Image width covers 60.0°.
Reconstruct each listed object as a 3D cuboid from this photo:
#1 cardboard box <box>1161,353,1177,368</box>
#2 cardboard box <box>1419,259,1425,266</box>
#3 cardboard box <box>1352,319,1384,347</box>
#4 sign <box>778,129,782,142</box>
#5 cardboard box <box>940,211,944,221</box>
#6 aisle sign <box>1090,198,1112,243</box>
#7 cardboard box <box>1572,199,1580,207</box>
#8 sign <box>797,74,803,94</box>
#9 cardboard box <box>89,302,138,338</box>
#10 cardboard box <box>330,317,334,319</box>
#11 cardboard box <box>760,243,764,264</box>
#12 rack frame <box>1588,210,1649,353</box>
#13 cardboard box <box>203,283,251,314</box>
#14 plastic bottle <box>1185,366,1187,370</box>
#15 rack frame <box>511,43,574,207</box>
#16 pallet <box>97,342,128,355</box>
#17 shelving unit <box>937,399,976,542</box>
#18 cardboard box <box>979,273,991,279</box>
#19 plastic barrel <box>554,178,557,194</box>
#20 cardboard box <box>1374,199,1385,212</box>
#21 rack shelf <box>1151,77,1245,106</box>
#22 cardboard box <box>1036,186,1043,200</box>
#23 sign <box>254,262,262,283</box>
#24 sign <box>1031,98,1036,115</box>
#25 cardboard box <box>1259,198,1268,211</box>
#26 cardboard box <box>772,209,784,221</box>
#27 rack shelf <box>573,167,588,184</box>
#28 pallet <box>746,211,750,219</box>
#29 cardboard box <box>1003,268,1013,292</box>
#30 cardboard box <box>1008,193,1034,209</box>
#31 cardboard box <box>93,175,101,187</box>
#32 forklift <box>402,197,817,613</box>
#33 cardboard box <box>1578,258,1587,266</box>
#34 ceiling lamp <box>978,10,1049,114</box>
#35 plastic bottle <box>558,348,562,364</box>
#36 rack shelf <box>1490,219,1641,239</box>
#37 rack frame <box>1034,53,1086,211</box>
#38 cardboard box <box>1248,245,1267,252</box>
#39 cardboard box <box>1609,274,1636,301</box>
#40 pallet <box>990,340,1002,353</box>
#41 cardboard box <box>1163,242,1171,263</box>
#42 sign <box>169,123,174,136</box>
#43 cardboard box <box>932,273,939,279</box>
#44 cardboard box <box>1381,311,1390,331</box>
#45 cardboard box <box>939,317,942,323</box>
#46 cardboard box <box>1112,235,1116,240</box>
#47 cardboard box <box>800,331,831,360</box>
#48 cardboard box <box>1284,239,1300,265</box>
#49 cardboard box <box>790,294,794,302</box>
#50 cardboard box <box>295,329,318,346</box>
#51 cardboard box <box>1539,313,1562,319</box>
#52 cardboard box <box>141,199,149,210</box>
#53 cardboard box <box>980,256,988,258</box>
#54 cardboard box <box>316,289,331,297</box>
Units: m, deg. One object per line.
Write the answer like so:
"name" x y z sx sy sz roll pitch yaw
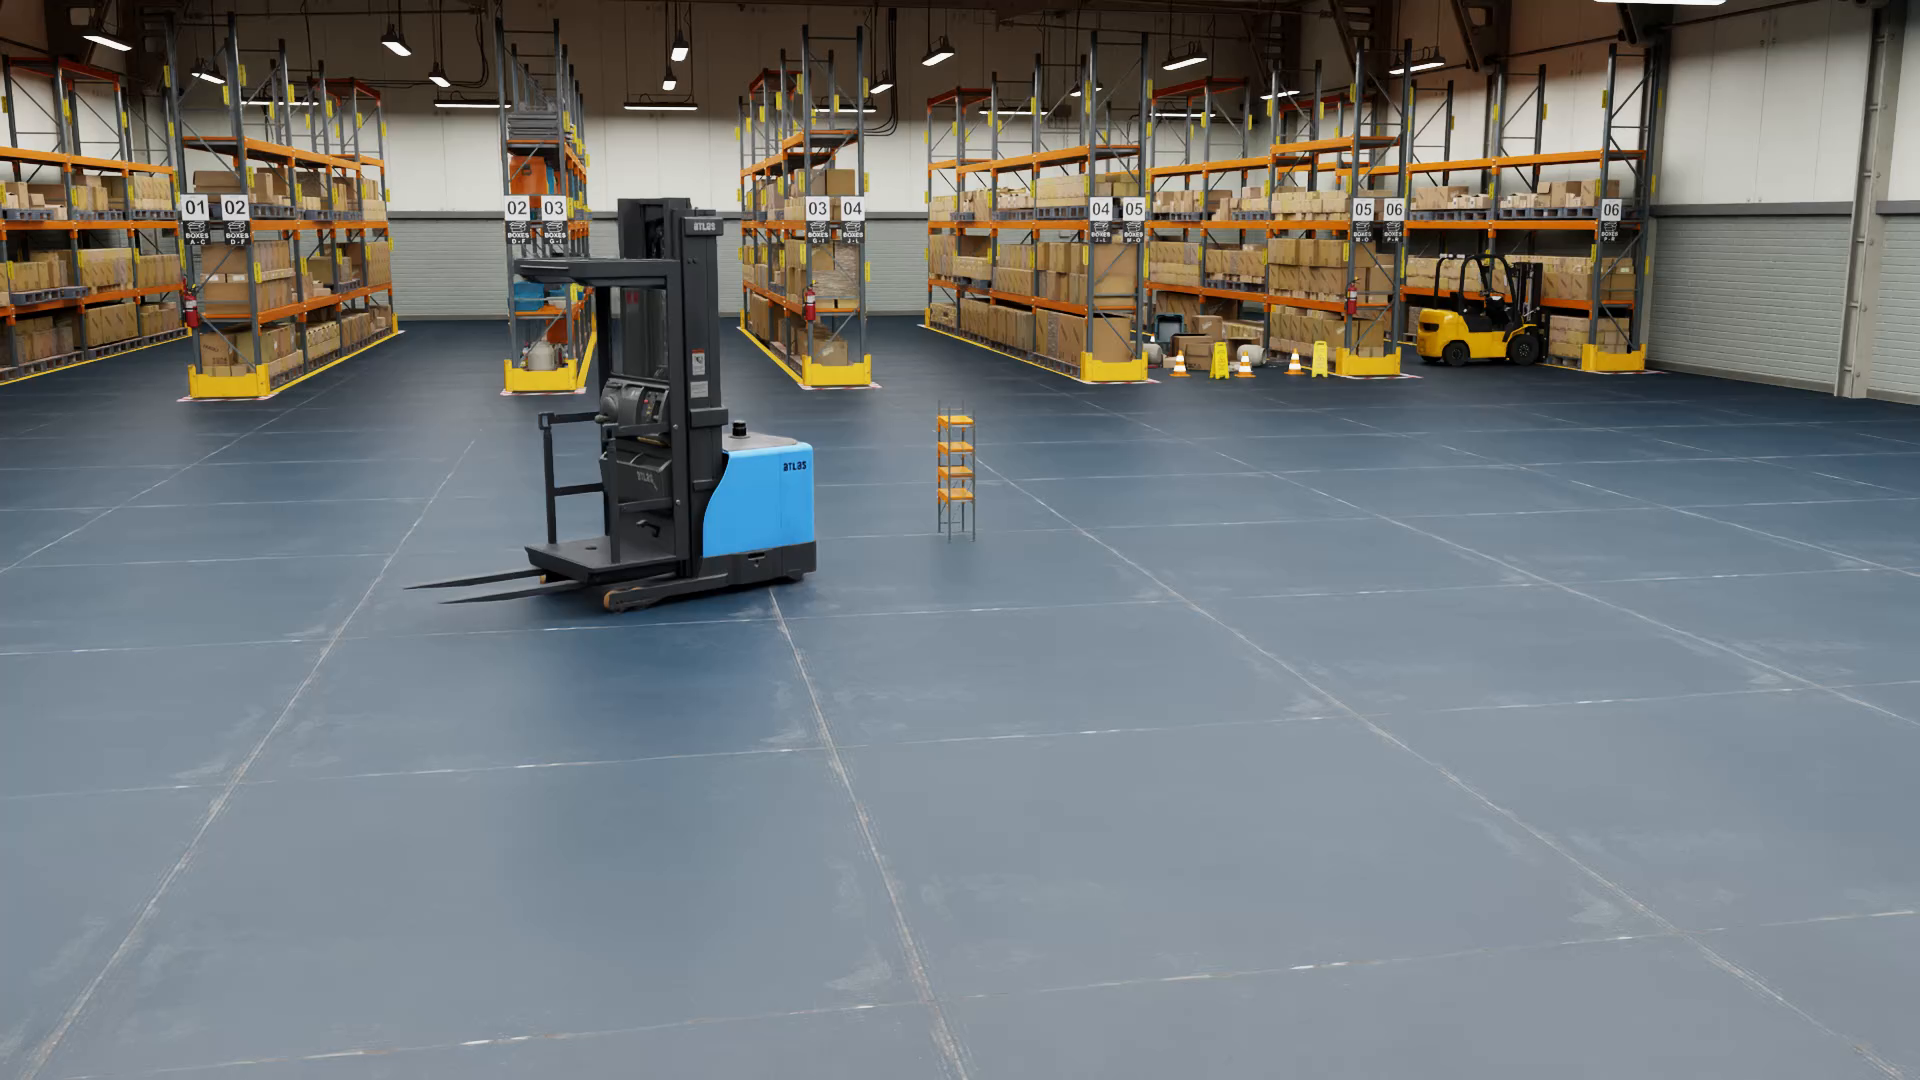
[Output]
"cardboard box" 4.114 -3.485 32.299 0.396 0.266 0.258 0 11 -1
"cardboard box" 10.801 -6.394 38.264 0.380 0.149 0.250 -2 11 -9
"cardboard box" 7.696 -3.928 31.537 0.500 0.500 0.500 -3 11 -13
"sign" -4.711 -10.578 43.495 0.100 0.325 0.005 -2 11 -11
"cardboard box" -0.223 -8.300 42.661 0.500 0.250 0.500 -2 11 -11
"aisle sign" 2.471 -5.596 29.124 0.394 0.787 0.004 -2 11 -11
"cardboard box" 11.996 -6.469 31.923 0.380 0.149 0.250 -2 11 -13
"sign" -2.682 -7.649 27.893 0.100 0.325 0.005 -2 11 -11
"cardboard box" -18.790 -4.878 36.927 0.750 0.750 0.750 -2 11 -10
"cardboard box" -14.028 -4.631 36.515 0.500 0.500 0.500 -3 11 -13
"cardboard box" -4.335 -6.807 39.489 0.797 0.503 0.637 -2 11 -12
"rack frame" 12.455 -4.723 31.488 1.000 3.000 0.127 -2 11 -11
"cardboard box" -11.930 -3.957 27.197 0.700 0.500 0.500 -2 11 -11
"plastic bottle" 4.220 -3.304 31.891 0.133 0.061 0.283 -6 13 -31
"rack frame" -7.770 -7.682 30.990 1.000 3.000 0.127 -2 11 -11
"pallet" -18.579 -4.109 35.721 1.003 0.211 1.213 -2 11 -11
"shelving unit" -0.032 -0.620 14.744 0.258 1.200 0.503 -2 11 -11
"cardboard box" 0.648 -5.967 37.574 0.380 0.149 0.250 -2 11 -10
"plastic barrel" -8.601 -7.030 34.245 0.600 0.901 0.600 0 11 0
"cardboard box" 7.750 -6.190 30.778 0.500 0.250 0.500 -2 11 -12
"rack shelf" 5.642 -10.602 39.368 1.077 0.370 4.000 -2 11 -11
"cardboard box" 1.794 -6.778 32.480 0.500 0.250 0.500 -2 11 -11
"sign" -11.306 -4.305 26.766 0.100 0.325 0.005 -2 11 -11
"sign" 1.443 -8.500 32.577 0.100 0.325 0.005 -2 11 -11
"cardboard box" 6.553 -6.983 34.620 0.500 0.250 0.500 -2 11 -12
"cardboard box" -3.639 -6.765 34.596 0.500 0.250 0.500 -2 11 -10
"rack shelf" -9.715 -8.966 40.731 1.077 0.370 4.000 -2 11 -11
"pallet" -4.850 -8.186 41.898 1.003 0.211 1.213 -2 11 -11
"cardboard box" 1.217 -5.582 35.733 0.500 0.500 0.500 -2 11 -11
"cardboard box" 1.317 -7.169 35.164 0.500 0.311 0.500 -2 11 -12
"cardboard box" -19.002 -7.783 36.093 0.500 0.250 0.500 -1 11 -7
"forklift" -2.579 -1.024 12.238 3.031 2.935 1.130 -9 14 -39
"cardboard box" 12.100 -5.339 31.927 0.380 0.149 0.250 -2 11 -11
"ceiling lamp" 1.575 -13.695 46.970 2.000 3.185 0.800 -2 11 -11
"plastic bottle" -7.339 -3.381 30.524 0.061 0.283 0.133 -2 11 -11
"rack shelf" 12.066 -6.210 33.202 1.077 0.370 4.000 -2 11 -11
"rack frame" 1.973 -8.024 32.787 1.000 3.000 0.127 -2 11 -11
"cardboard box" 6.351 -6.198 35.317 0.380 0.149 0.250 -2 11 -13
"cardboard box" 12.631 -4.873 32.009 0.500 0.500 0.500 -2 11 -9
"pallet" 1.275 -4.293 36.689 1.003 0.211 1.213 -2 11 -11
"cardboard box" 5.278 -7.007 40.549 0.500 0.500 0.500 -2 11 -12
"sign" -19.287 -10.037 40.656 0.100 0.325 0.005 -2 11 -11
"cardboard box" -0.529 -6.987 44.053 0.380 0.149 0.250 -2 11 -13
"cardboard box" 10.519 -5.330 40.242 0.500 0.500 0.500 -2 11 -12
"cardboard box" -0.338 -5.742 43.346 0.380 0.149 0.250 -3 11 -14
"cardboard box" 4.331 -8.163 44.884 0.380 0.149 0.250 -2 11 -9
"cardboard box" -2.754 -3.714 31.748 0.500 0.500 0.500 1 11 7
"cardboard box" 6.831 -5.686 32.809 0.700 0.500 0.500 -2 11 -12
"cardboard box" -2.987 -4.557 31.289 0.380 0.149 0.250 -2 11 -11
"cardboard box" -12.558 -3.863 31.703 0.500 0.311 0.500 -2 11 -12
"cardboard box" 11.755 -4.422 33.462 0.500 0.250 0.500 -2 11 -12
"cardboard box" -19.005 -7.727 38.262 0.500 0.250 0.500 -2 11 -12
"cardboard box" 0.687 -6.853 40.636 0.380 0.149 0.250 -2 11 -8
"cardboard box" -12.962 -5.011 33.672 0.380 0.149 0.250 -2 11 -11
